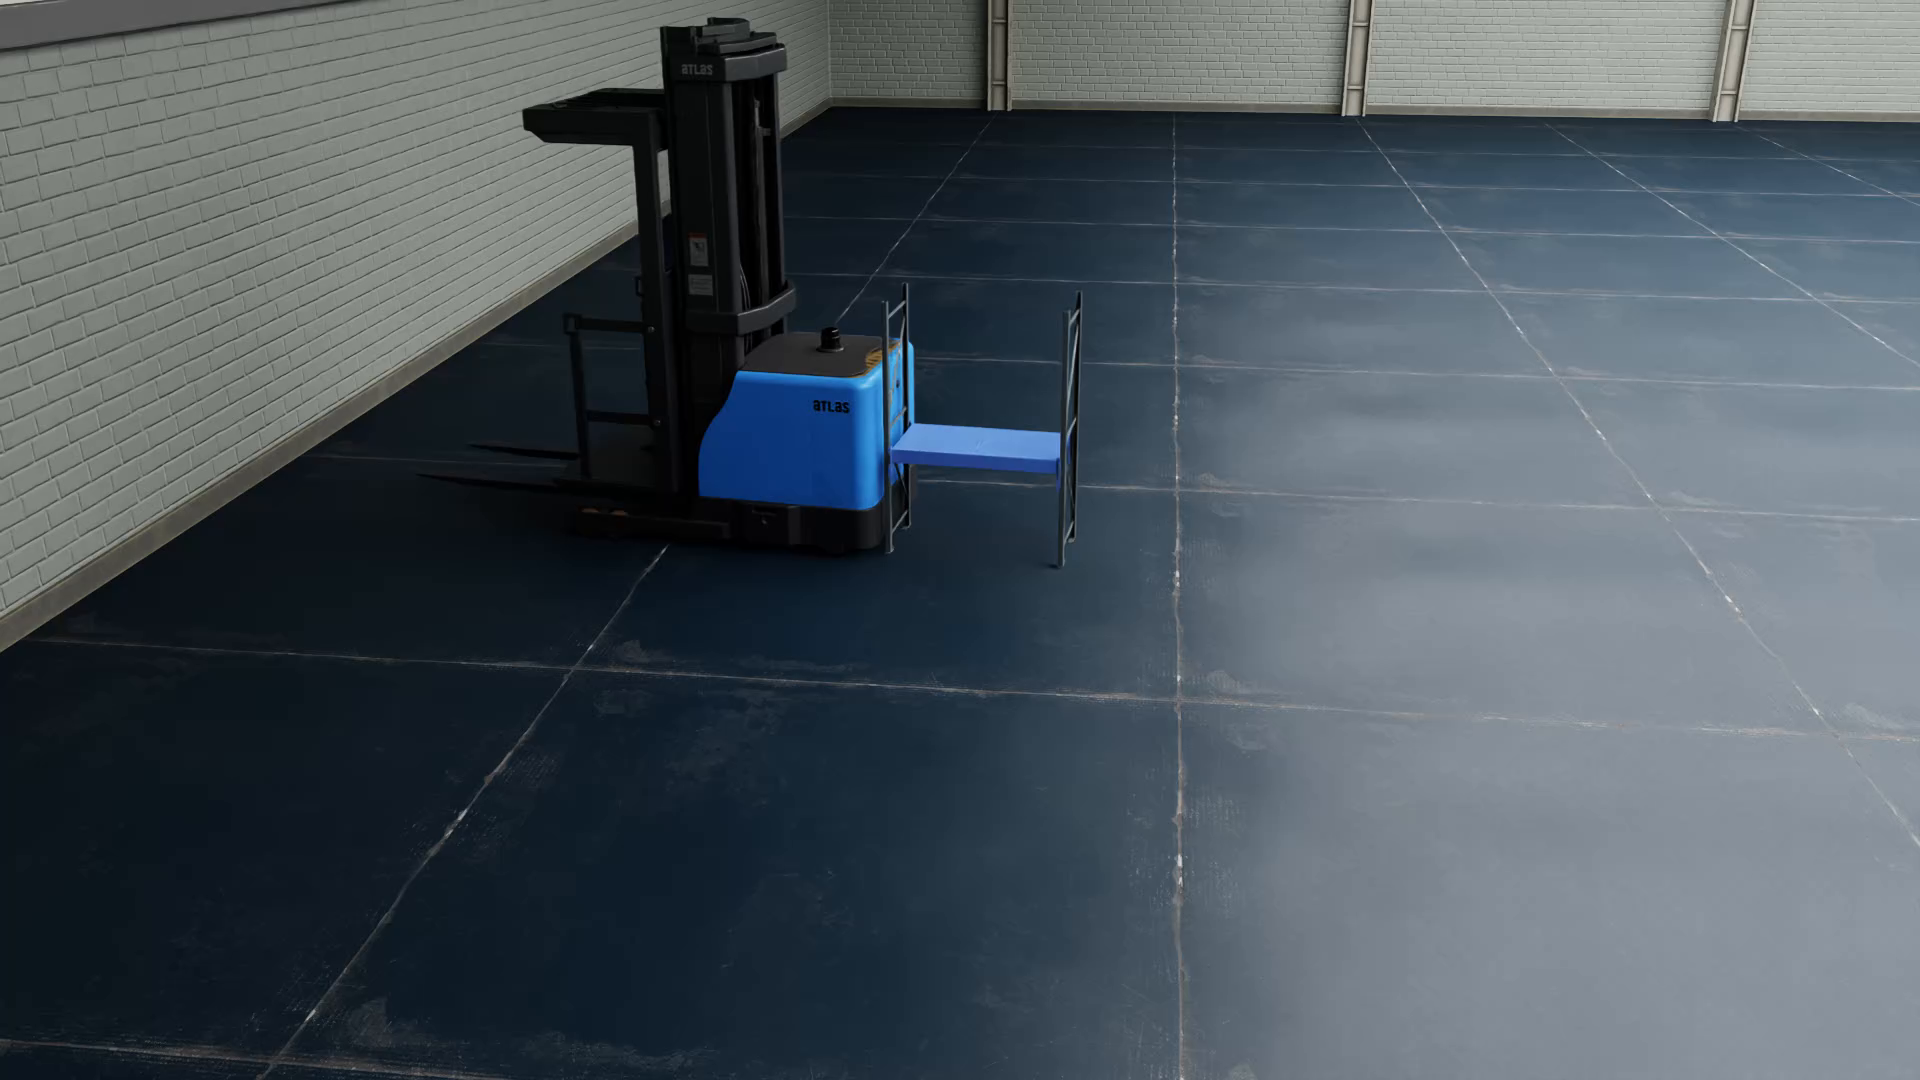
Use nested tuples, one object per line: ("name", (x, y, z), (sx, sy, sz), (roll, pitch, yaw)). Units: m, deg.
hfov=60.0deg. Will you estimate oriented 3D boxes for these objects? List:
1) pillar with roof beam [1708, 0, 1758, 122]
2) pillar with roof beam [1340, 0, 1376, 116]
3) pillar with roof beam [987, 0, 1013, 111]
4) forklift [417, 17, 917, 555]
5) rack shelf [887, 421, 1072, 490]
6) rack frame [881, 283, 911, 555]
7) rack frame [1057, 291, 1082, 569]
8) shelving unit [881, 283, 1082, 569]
("pillar with roof beam", (12.093, -9.549, 21.854), (0.400, 9.000, 9.100), (2, 22, 6))
("pillar with roof beam", (6.135, -9.809, 22.511), (0.400, 9.000, 9.100), (2, 22, 6))
("pillar with roof beam", (0.177, -10.068, 23.168), (0.400, 9.000, 9.100), (2, 22, 6))
("forklift", (-1.843, -1.553, 9.882), (3.031, 2.935, 1.130), (5, 22, 13))
("rack shelf", (0.129, -0.496, 9.644), (1.000, 0.185, 0.538), (5, 22, 11))
("rack frame", (-0.368, -0.703, 9.677), (0.032, 1.500, 0.500), (5, 22, 11))
("rack frame", (0.626, -0.624, 9.478), (0.032, 1.500, 0.500), (5, 22, 11))
("shelving unit", (0.129, -0.663, 9.577), (1.048, 1.500, 0.538), (5, 22, 11))
